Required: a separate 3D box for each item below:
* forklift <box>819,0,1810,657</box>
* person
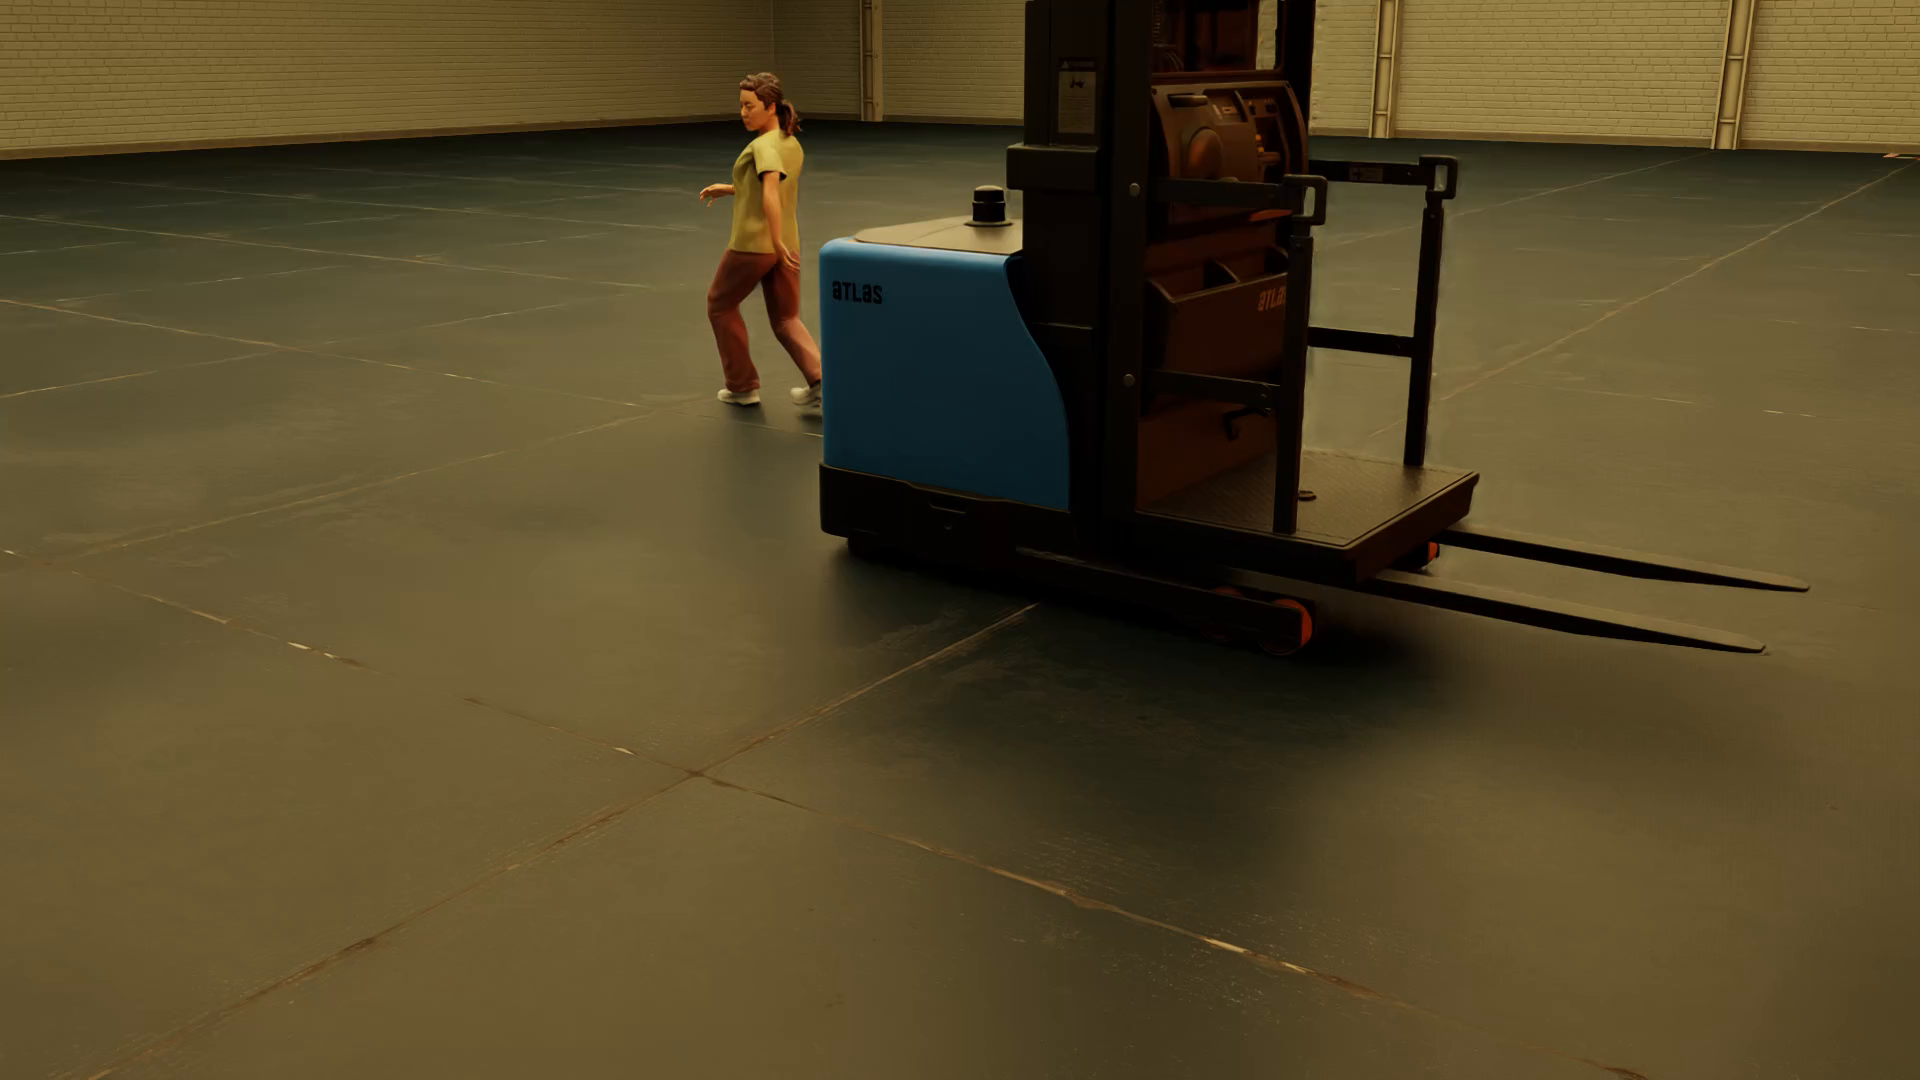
[{"bbox_3d":[1.003,-1.239,4.976,3.031,2.935,1.130,12,20,34],"label":"forklift"},{"bbox_3d":[-0.919,-1.381,7.836,0.838,1.589,0.495,14,22,39],"label":"person"}]
